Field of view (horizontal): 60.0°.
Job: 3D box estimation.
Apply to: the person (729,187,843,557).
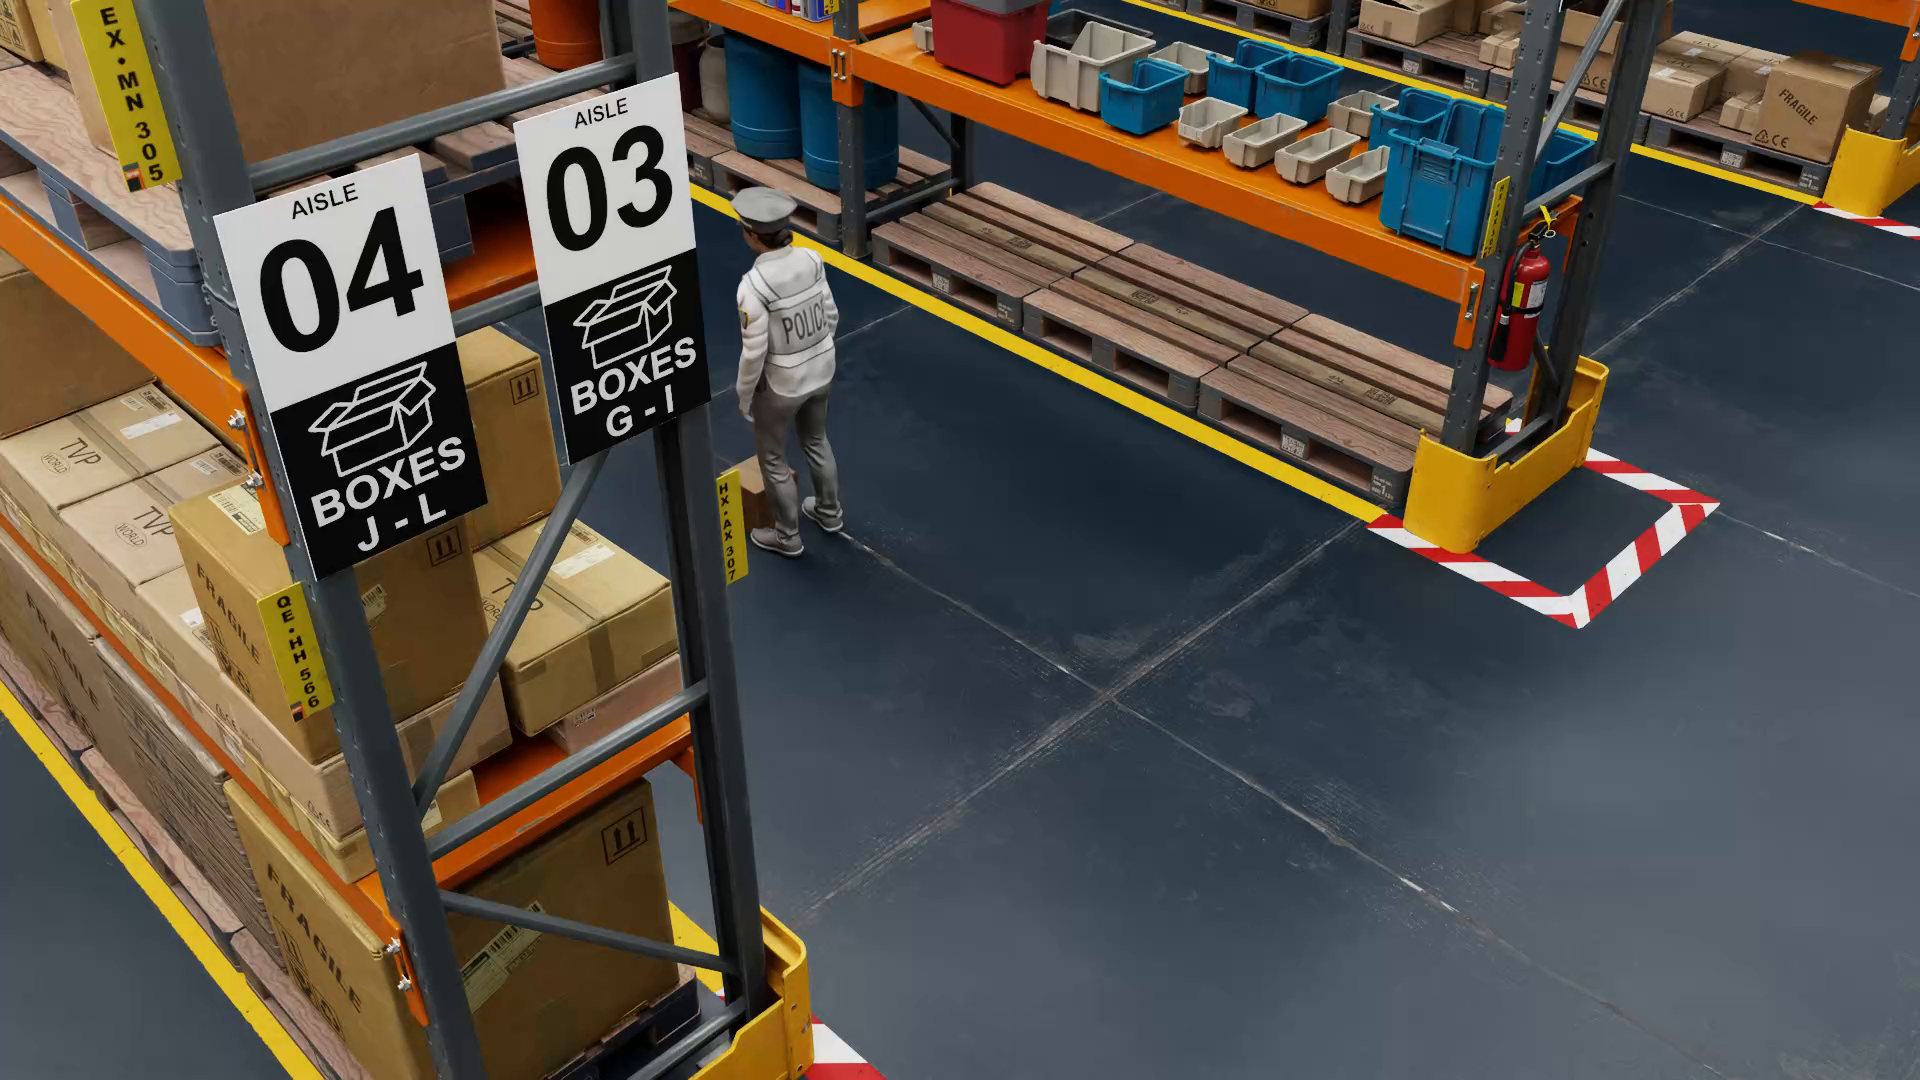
[{"bbox_3d":[-0.736,-0.682,7.094,0.369,1.663,0.518,28,44,33],"label":"person"}]
